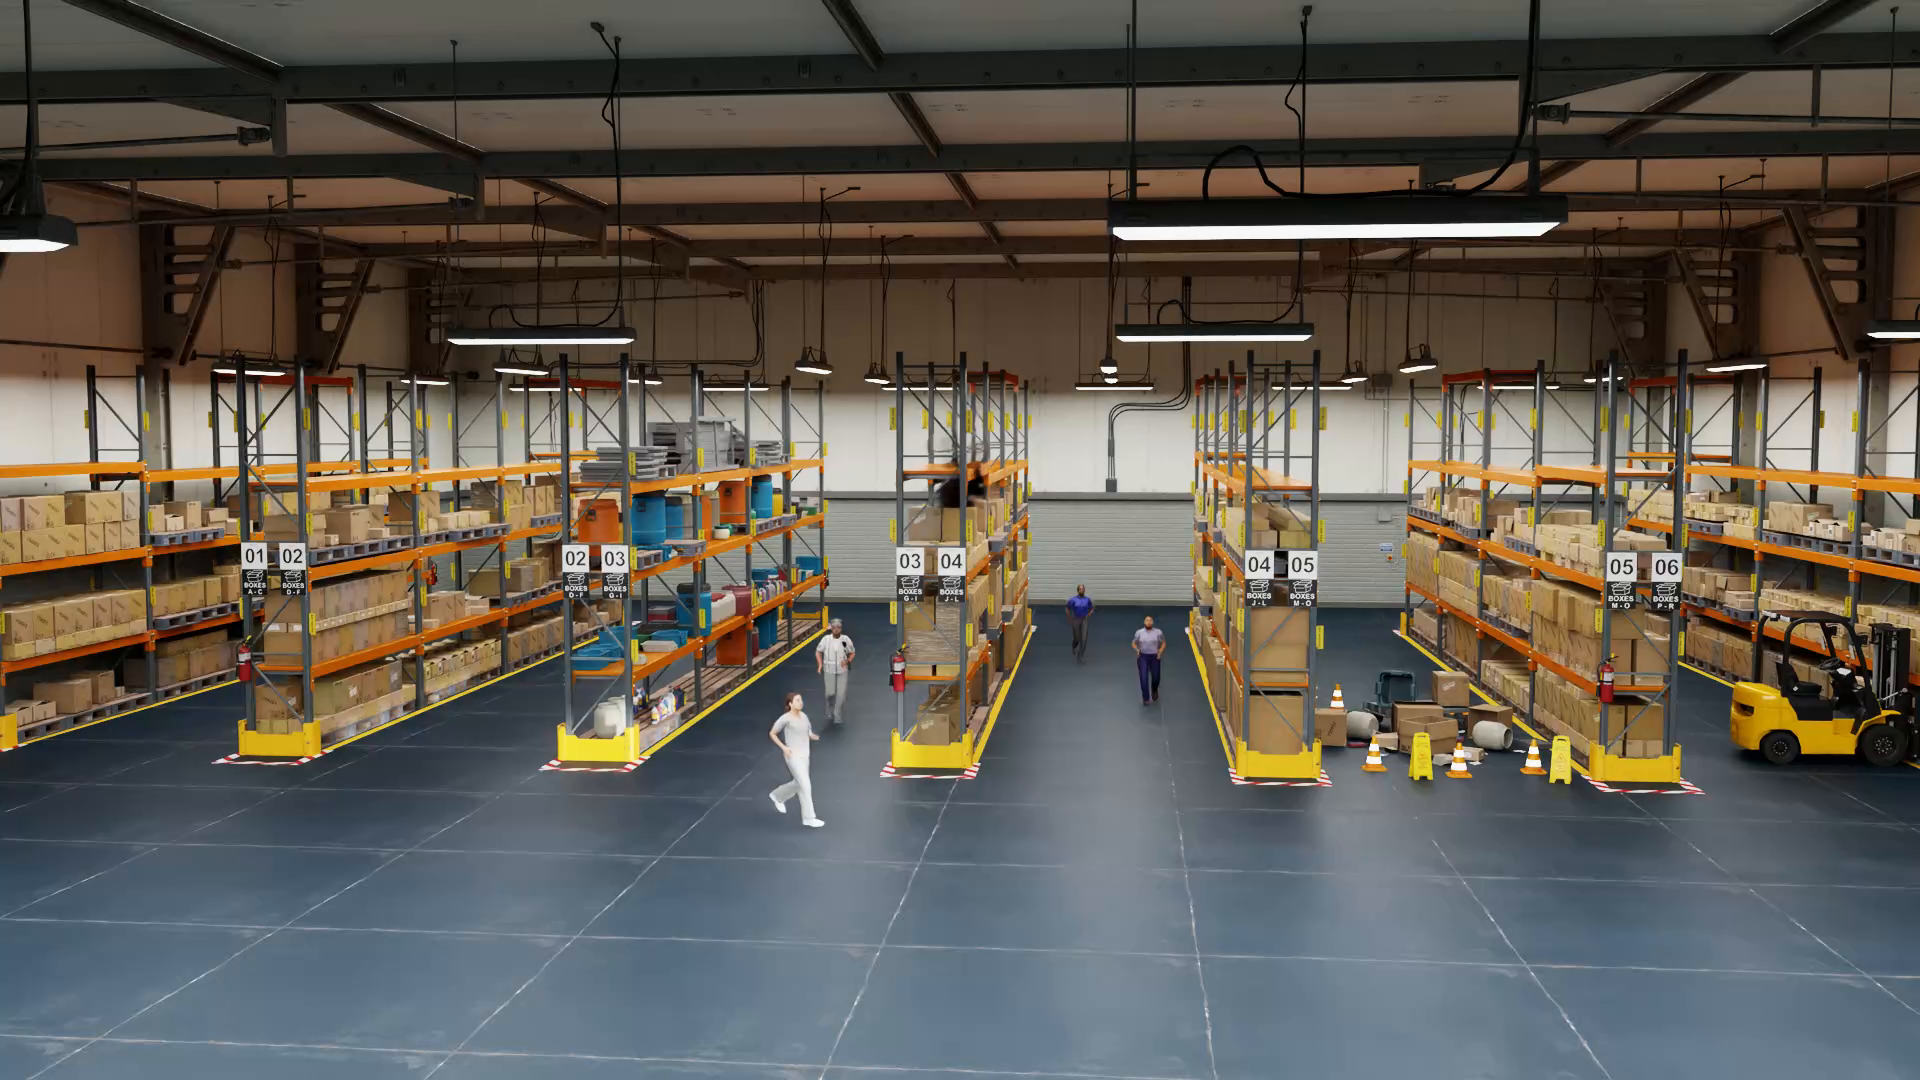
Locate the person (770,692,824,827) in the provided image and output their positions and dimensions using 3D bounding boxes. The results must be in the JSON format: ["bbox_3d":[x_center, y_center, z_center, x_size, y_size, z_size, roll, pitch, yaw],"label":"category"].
[{"bbox_3d":[-2.051,2.698,20.664,0.918,1.644,0.575,3,5,34],"label":"person"}]

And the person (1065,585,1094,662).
[{"bbox_3d":[2.511,1.730,34.761,0.591,1.608,0.575,-1,4,-8],"label":"person"}]

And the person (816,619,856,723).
[{"bbox_3d":[-2.059,2.171,27.627,0.658,1.739,0.591,0,4,-7],"label":"person"}]

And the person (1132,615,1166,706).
[{"bbox_3d":[3.328,2.120,29.337,0.603,1.596,0.551,0,4,5],"label":"person"}]
